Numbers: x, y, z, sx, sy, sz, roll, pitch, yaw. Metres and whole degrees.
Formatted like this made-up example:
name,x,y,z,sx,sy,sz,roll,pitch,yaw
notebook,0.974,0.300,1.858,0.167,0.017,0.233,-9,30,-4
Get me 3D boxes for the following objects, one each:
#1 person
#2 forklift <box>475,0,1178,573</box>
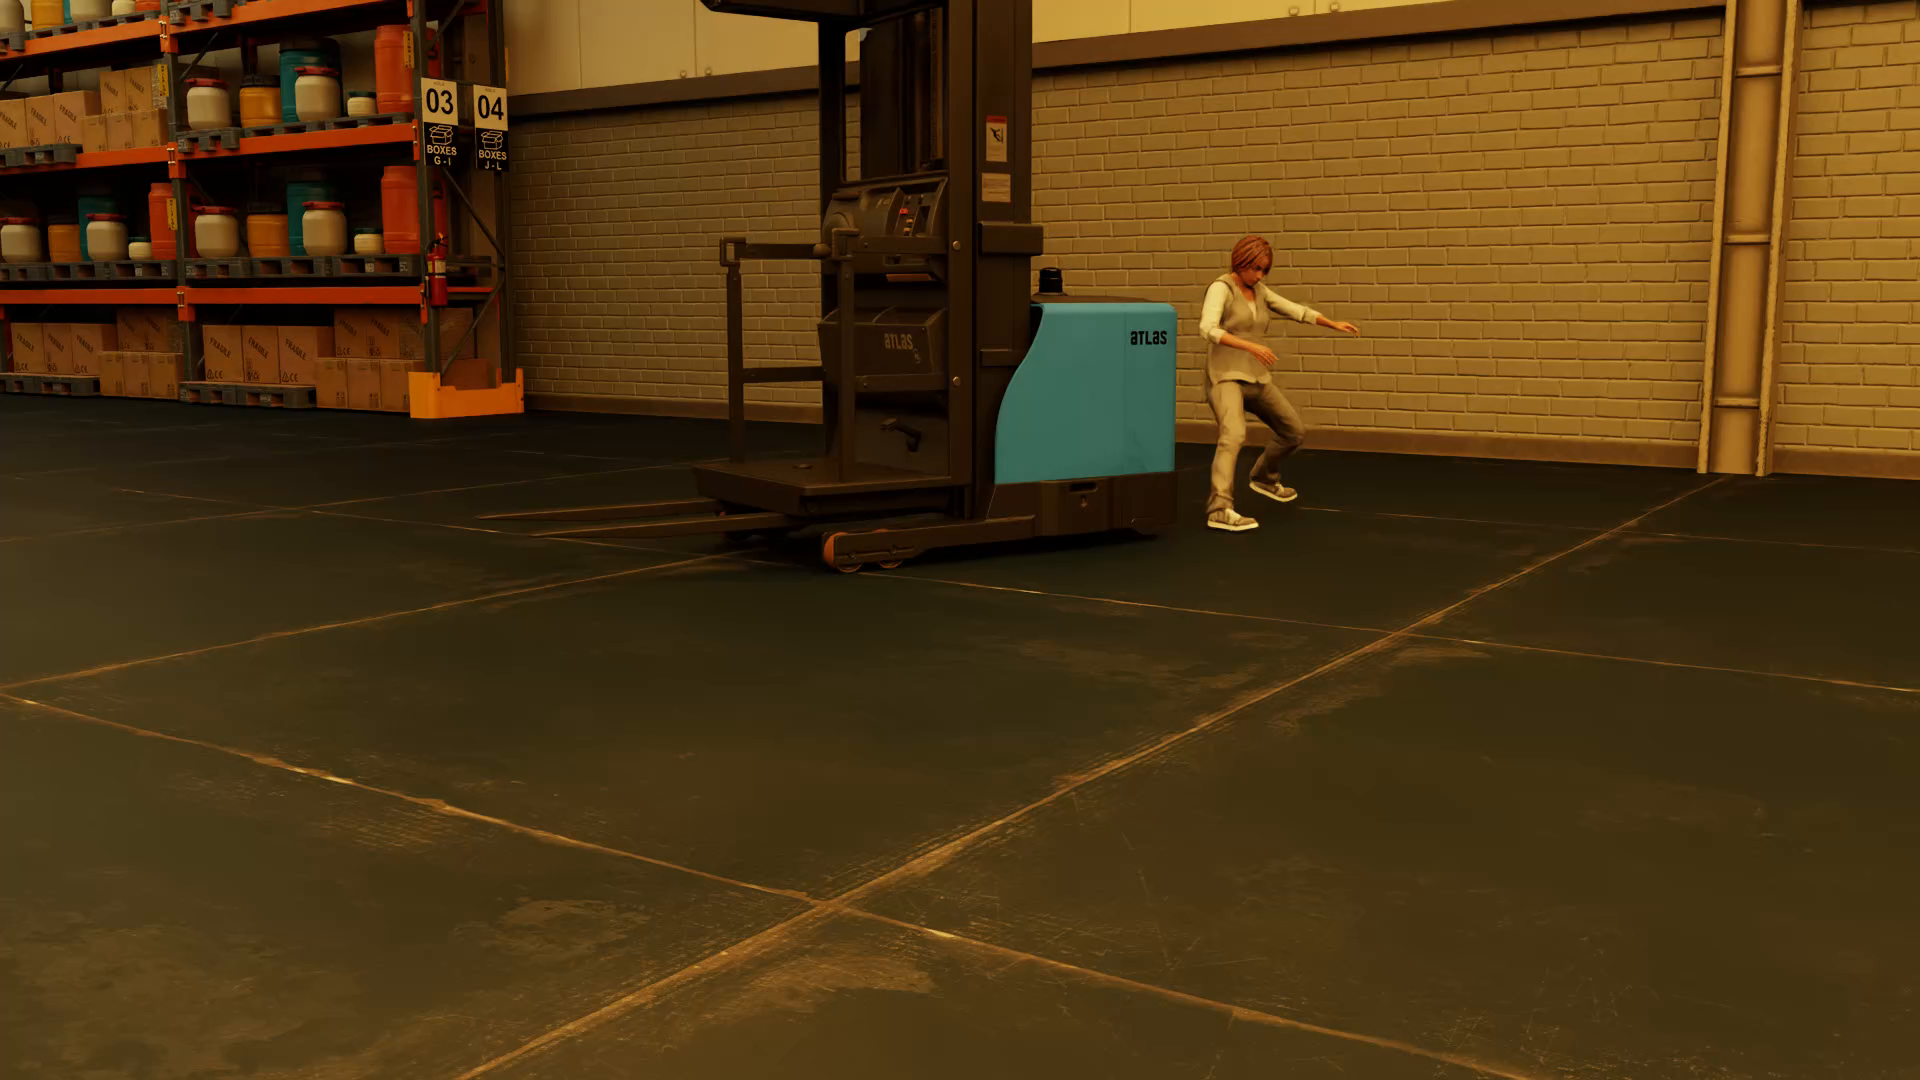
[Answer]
name,x,y,z,sx,sy,sz,roll,pitch,yaw
person,1.521,-0.804,8.326,1.132,1.386,0.778,-7,10,-39
forklift,-0.507,-1.403,7.061,3.031,2.935,1.130,-5,10,-33
